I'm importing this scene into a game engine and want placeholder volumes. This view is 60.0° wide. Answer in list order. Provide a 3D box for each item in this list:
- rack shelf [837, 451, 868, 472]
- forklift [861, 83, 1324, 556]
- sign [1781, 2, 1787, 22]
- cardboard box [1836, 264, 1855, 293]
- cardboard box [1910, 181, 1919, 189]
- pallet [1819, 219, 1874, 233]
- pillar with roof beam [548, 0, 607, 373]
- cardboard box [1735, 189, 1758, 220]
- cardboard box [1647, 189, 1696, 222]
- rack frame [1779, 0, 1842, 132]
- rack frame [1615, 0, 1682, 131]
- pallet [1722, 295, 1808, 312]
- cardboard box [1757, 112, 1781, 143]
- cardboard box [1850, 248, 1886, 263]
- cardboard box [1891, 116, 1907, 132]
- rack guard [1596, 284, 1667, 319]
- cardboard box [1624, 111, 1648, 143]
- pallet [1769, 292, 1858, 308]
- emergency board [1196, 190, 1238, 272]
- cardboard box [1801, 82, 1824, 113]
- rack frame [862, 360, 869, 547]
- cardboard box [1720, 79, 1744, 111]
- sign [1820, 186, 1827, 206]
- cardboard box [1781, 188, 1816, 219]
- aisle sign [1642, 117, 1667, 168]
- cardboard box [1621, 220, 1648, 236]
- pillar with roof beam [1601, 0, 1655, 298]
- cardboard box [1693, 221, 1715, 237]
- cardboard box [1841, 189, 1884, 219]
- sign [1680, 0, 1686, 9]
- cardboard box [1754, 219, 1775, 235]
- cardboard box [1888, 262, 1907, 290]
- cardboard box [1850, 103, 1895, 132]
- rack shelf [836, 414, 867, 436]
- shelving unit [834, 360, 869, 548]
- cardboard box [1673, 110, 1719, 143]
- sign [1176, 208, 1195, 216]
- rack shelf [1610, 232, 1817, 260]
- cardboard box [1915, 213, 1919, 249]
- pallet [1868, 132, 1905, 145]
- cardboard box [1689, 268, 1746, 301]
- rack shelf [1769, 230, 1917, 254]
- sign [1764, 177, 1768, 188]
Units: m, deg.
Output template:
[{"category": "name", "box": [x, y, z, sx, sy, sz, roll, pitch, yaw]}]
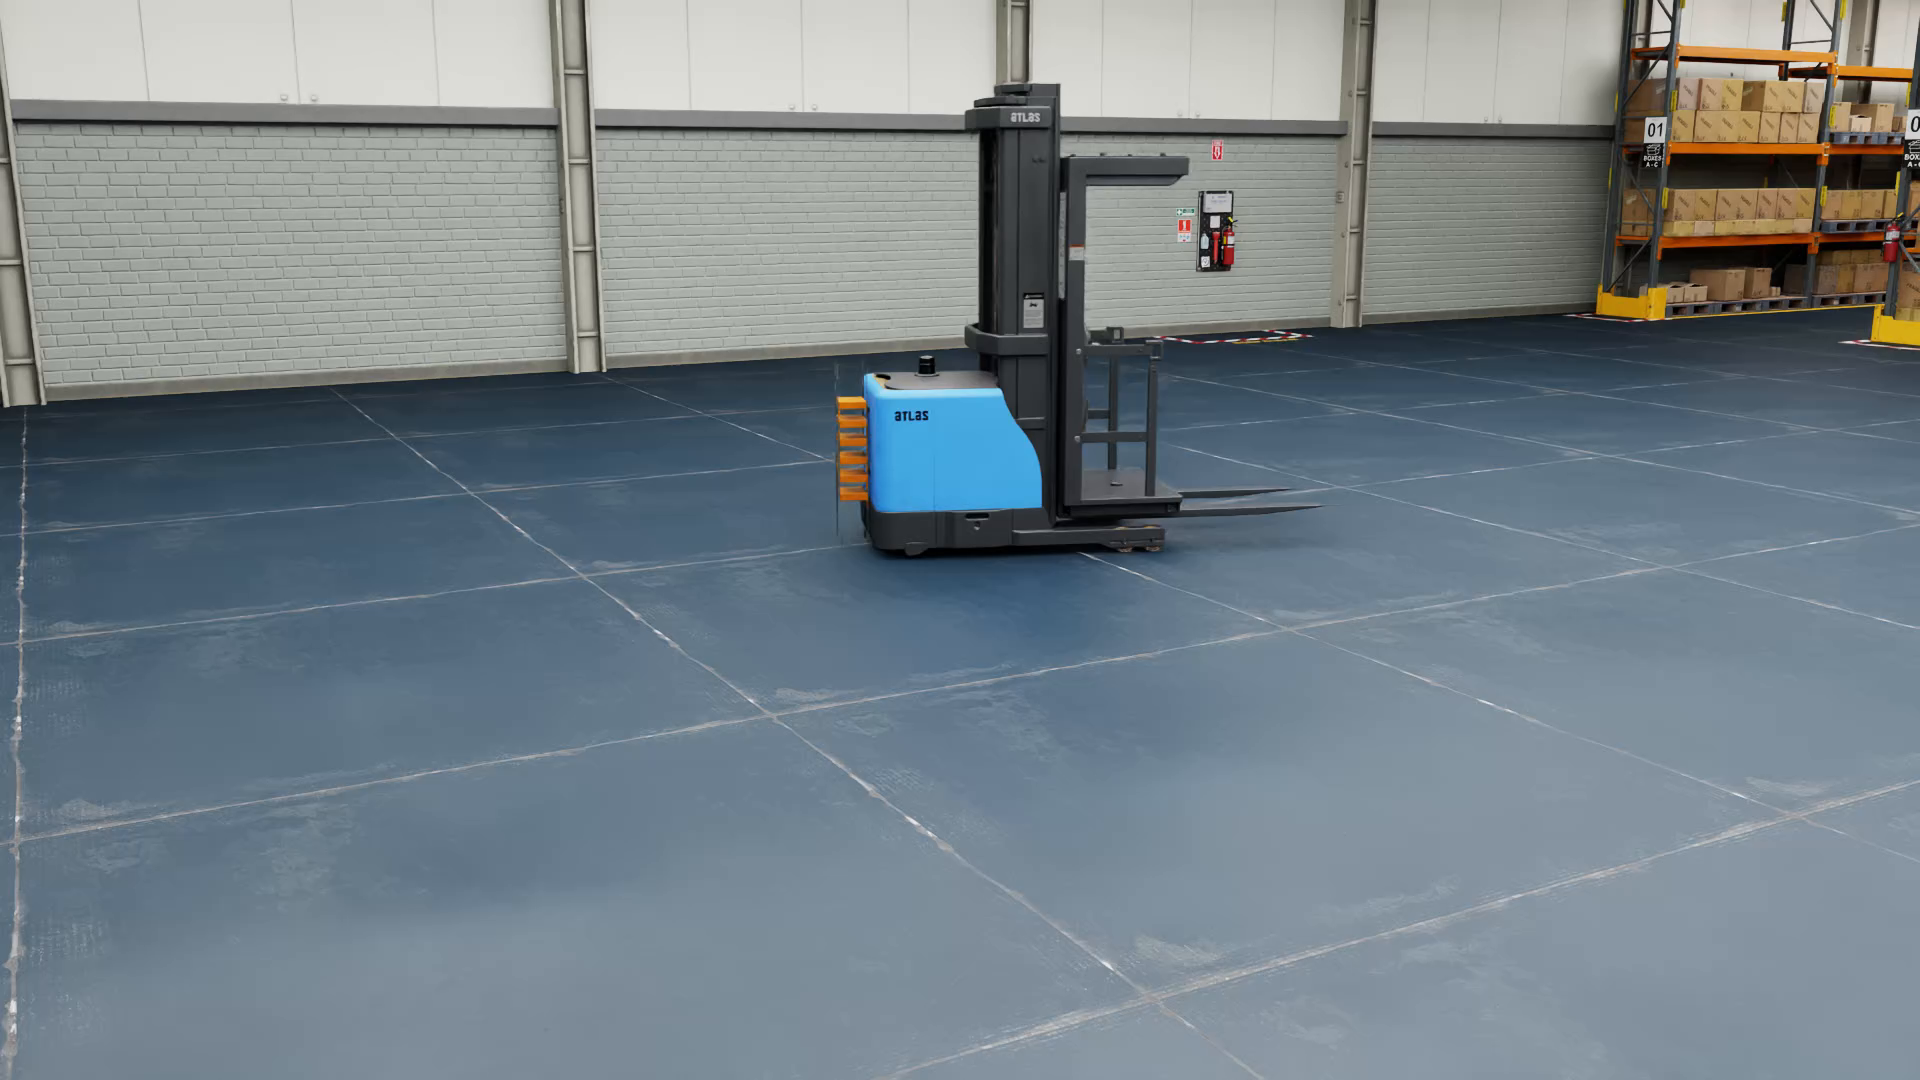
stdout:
[{"category": "rack shelf", "box": [-0.708, -0.516, 10.873, 0.180, 0.103, 0.258, -2, 13, -9]}, {"category": "forklift", "box": [0.886, -1.461, 10.927, 3.031, 2.935, 1.130, -2, 13, -9]}, {"category": "sign", "box": [14.299, -9.160, 28.828, 0.005, 0.325, 0.100, -7, 14, -28]}, {"category": "cardboard box", "box": [15.638, -4.734, 30.003, 0.500, 0.500, 0.700, -7, 15, -29]}, {"category": "cardboard box", "box": [17.518, -6.516, 30.524, 0.250, 0.149, 0.380, -10, 16, -37]}, {"category": "pallet", "box": [15.311, -5.553, 29.388, 1.213, 0.211, 1.003, -7, 14, -28]}, {"category": "pillar with roof beam", "box": [-2.477, -5.617, 15.573, 0.400, 9.000, 9.100, -7, 14, -28]}, {"category": "cardboard box", "box": [12.965, -5.628, 27.872, 0.500, 0.500, 0.500, -6, 14, -26]}, {"category": "cardboard box", "box": [11.622, -5.468, 27.162, 0.500, 0.500, 0.500, -7, 14, -28]}, {"category": "rack frame", "box": [14.570, -8.521, 28.476, 0.127, 3.000, 1.000, -7, 14, -28]}, {"category": "rack frame", "box": [11.059, -8.100, 26.606, 0.127, 3.000, 1.000, -7, 14, -28]}, {"category": "pallet", "box": [13.998, -4.156, 29.096, 1.213, 0.211, 1.003, -7, 14, -28]}, {"category": "cardboard box", "box": [13.327, -6.899, 27.827, 0.500, 0.500, 0.500, -7, 15, -30]}, {"category": "cardboard box", "box": [16.495, -5.187, 30.309, 0.500, 0.250, 0.500, -7, 14, -28]}, {"category": "cardboard box", "box": [16.899, -7.420, 30.135, 0.637, 0.503, 0.797, -5, 14, -20]}, {"category": "rack guard", "box": [11.126, -3.962, 27.575, 0.348, 0.500, 1.175, -7, 14, -28]}, {"category": "cardboard box", "box": [11.304, -6.788, 27.334, 0.500, 0.500, 0.500, -6, 14, -24]}, {"category": "pallet", "box": [15.253, -4.316, 29.806, 1.213, 0.211, 1.003, -7, 14, -28]}, {"category": "emergency board", "box": [3.806, -4.530, 24.405, 0.643, 1.169, 0.194, -7, 14, -28]}, {"category": "cardboard box", "box": [14.261, -7.499, 28.216, 0.500, 0.500, 0.500, -8, 15, -33]}, {"category": "rack frame", "box": [-0.618, -0.563, 10.877, 0.006, 1.200, 0.240, -2, 13, -9]}, {"category": "cardboard box", "box": [12.423, -7.276, 27.225, 0.500, 0.500, 0.500, -6, 14, -26]}, {"category": "sign", "box": [14.837, -5.913, 28.578, 0.005, 0.325, 0.100, -7, 14, -28]}, {"category": "cardboard box", "box": [14.304, -5.787, 28.580, 0.500, 0.500, 0.500, -7, 14, -28]}, {"category": "aisle sign", "box": [11.140, -6.376, 26.689, 0.004, 0.787, 0.394, -7, 14, -28]}, {"category": "cardboard box", "box": [11.377, -5.196, 27.663, 0.500, 0.250, 0.500, -7, 14, -27]}, {"category": "pillar with roof beam", "box": [13.322, -7.511, 23.987, 0.400, 9.000, 9.100, -7, 14, -28]}, {"category": "cardboard box", "box": [12.089, -5.157, 27.490, 0.500, 0.250, 0.500, -7, 15, -30]}, {"category": "cardboard box", "box": [16.090, -6.037, 29.873, 0.500, 0.500, 0.700, -5, 14, -20]}, {"category": "sign", "box": [11.319, -8.490, 26.030, 0.005, 0.325, 0.100, -7, 14, -28]}, {"category": "cardboard box", "box": [13.425, -5.316, 28.194, 0.500, 0.250, 0.500, -7, 14, -28]}, {"category": "cardboard box", "box": [16.966, -4.892, 30.708, 0.500, 0.500, 0.700, -7, 14, -28]}, {"category": "cardboard box", "box": [16.171, -7.483, 29.511, 0.500, 0.500, 0.500, -7, 15, -30]}, {"category": "rack shelf", "box": [-0.708, -0.750, 10.820, 0.180, 0.103, 0.258, -2, 13, -9]}, {"category": "shelving unit", "box": [-0.708, -0.560, 10.863, 0.189, 1.200, 0.258, -2, 13, -9]}, {"category": "cardboard box", "box": [11.961, -6.732, 27.085, 0.500, 0.500, 0.500, -6, 14, -24]}, {"category": "sign", "box": [3.279, -4.766, 24.167, 0.331, 0.109, 0.001, -7, 14, -28]}, {"category": "rack shelf", "box": [12.815, -5.033, 28.278, 4.000, 0.370, 1.077, -7, 14, -28]}, {"category": "cardboard box", "box": [13.852, -4.314, 23.221, 0.500, 0.500, 0.700, -7, 14, -28]}, {"category": "pallet", "box": [16.072, -7.120, 29.510, 1.003, 0.211, 1.213, -7, 14, -28]}, {"category": "cardboard box", "box": [12.878, -4.351, 28.304, 0.500, 0.500, 0.700, -8, 15, -31]}, {"category": "rack shelf", "box": [16.326, -5.454, 30.148, 4.000, 0.370, 1.077, -7, 14, -28]}, {"category": "sign", "box": [14.301, -6.266, 29.481, 0.005, 0.325, 0.100, -7, 14, -28]}]
